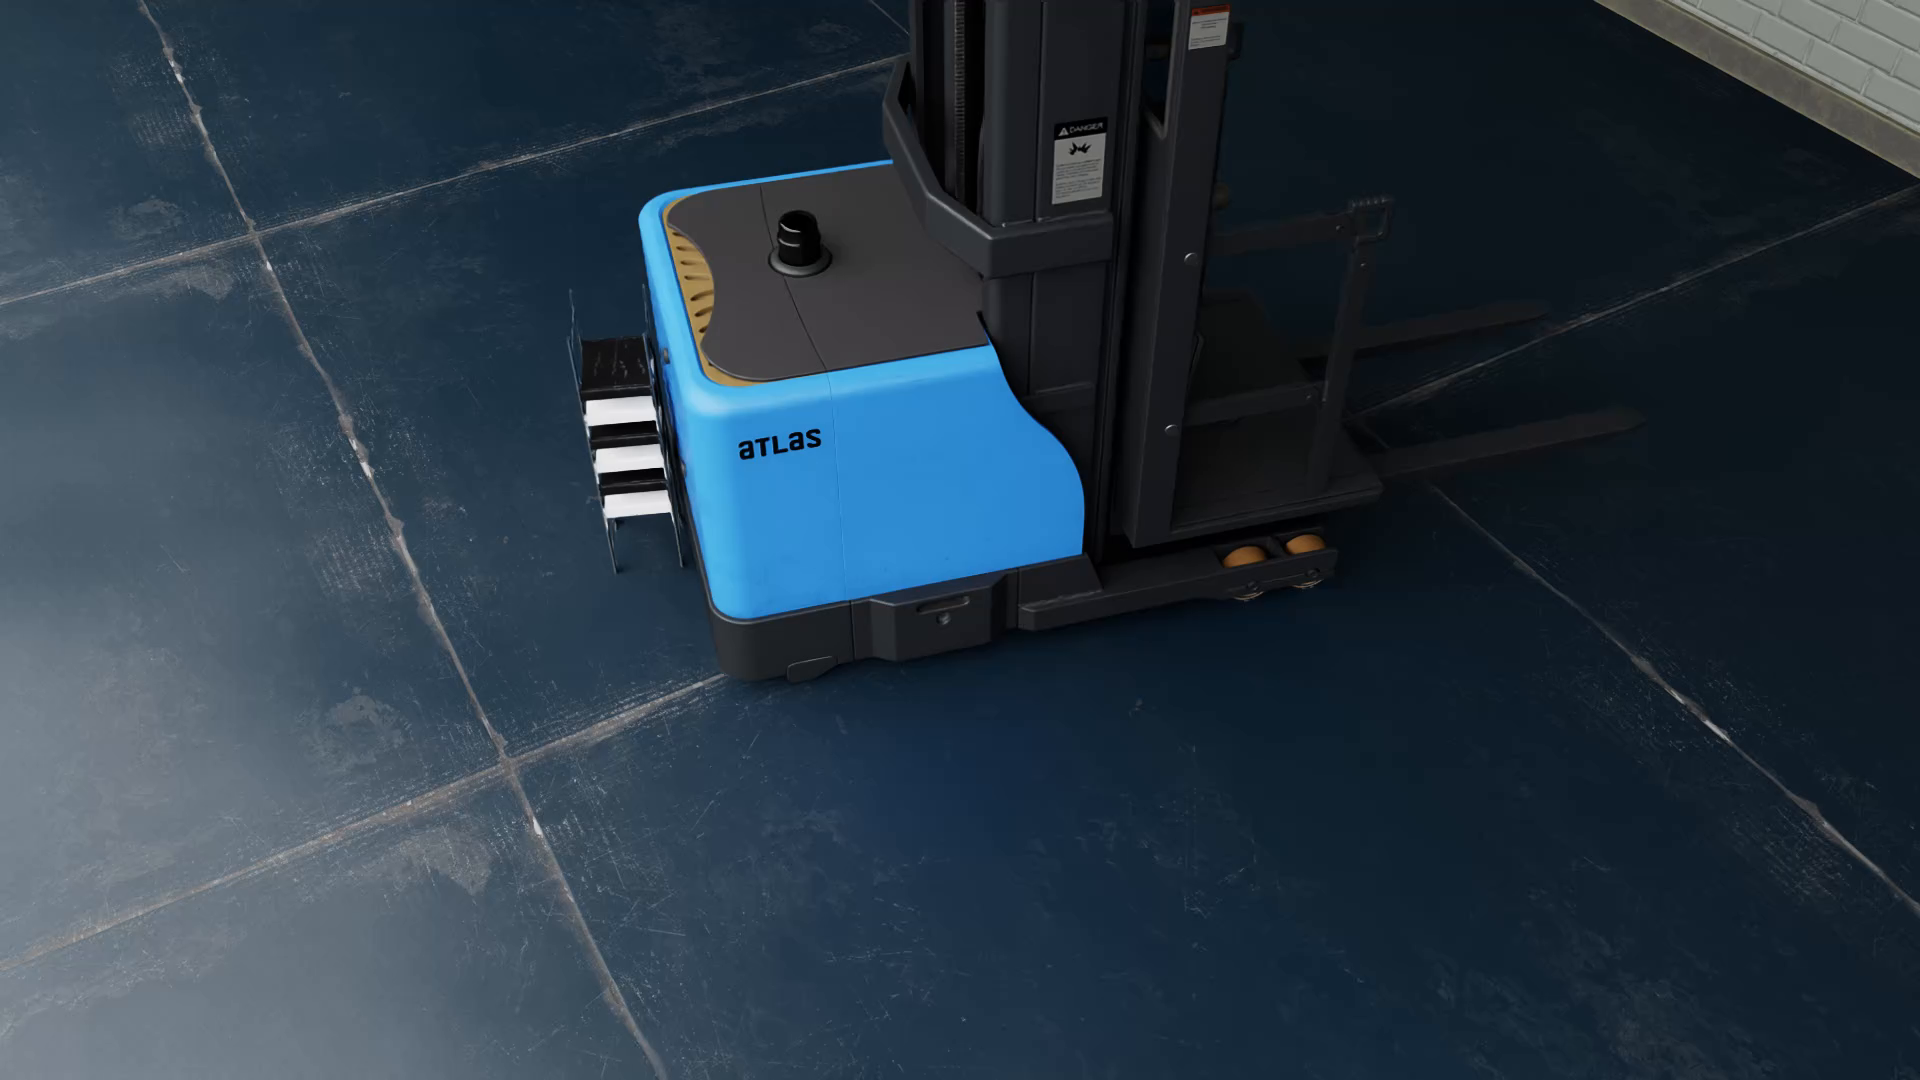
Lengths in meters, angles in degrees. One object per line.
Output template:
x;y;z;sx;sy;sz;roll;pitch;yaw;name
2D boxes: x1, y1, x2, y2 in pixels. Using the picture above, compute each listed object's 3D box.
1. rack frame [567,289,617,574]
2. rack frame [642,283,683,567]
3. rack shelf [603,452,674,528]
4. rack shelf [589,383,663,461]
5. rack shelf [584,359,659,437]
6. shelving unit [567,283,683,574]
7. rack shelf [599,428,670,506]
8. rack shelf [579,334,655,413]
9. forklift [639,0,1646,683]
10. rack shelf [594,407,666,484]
-1.081;-0.301;4.914;0.006;0.900;0.240;-6;44;-6;rack frame
-0.880;-0.321;4.934;0.006;0.900;0.240;-6;44;-6;rack frame
-0.981;-0.158;5.072;0.200;0.077;0.258;-6;44;-6;rack shelf
-0.981;-0.351;4.884;0.200;0.077;0.258;-6;44;-6;rack shelf
-0.981;-0.416;4.822;0.200;0.077;0.258;-6;44;-6;rack shelf
-0.981;-0.311;4.924;0.210;0.900;0.258;-6;44;-6;shelving unit
-0.981;-0.222;5.010;0.200;0.077;0.258;-6;44;-6;rack shelf
-0.981;-0.480;4.759;0.200;0.077;0.258;-6;44;-6;rack shelf
0.650;-1.215;4.397;3.031;2.935;1.130;-11;45;-11;forklift
-0.981;-0.287;4.947;0.200;0.077;0.258;-6;44;-6;rack shelf
